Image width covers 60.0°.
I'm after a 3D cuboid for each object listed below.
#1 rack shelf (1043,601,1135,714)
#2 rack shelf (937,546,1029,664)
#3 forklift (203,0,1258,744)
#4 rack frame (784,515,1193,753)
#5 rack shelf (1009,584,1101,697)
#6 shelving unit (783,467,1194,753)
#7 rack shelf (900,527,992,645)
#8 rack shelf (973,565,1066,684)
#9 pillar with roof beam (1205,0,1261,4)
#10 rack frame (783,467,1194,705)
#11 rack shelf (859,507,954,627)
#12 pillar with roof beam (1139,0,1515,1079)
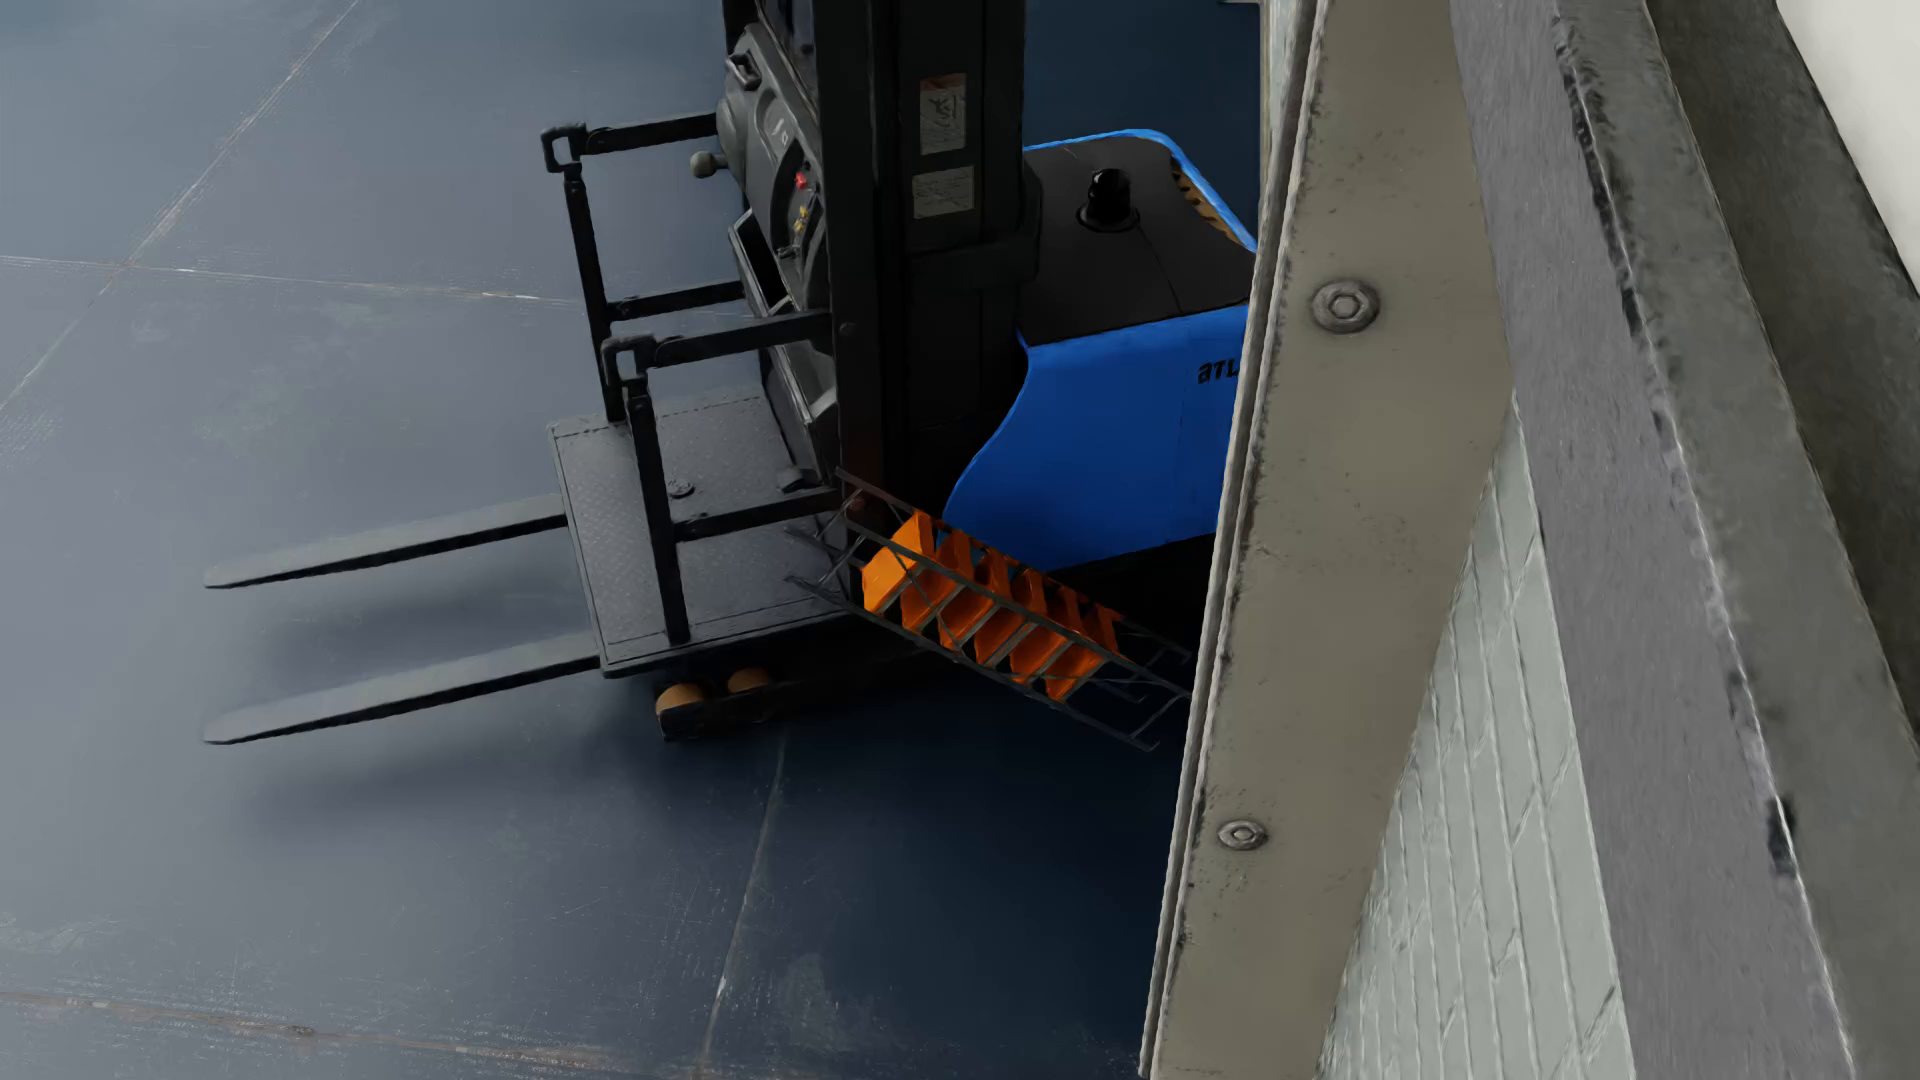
[{"bbox_3d":[0.337,0.322,4.462,0.103,0.258,0.180,27,32,-27],"label":"rack shelf"},{"bbox_3d":[0.052,0.174,4.298,0.103,0.258,0.180,27,32,-27],"label":"rack shelf"},{"bbox_3d":[-0.653,-0.914,4.083,3.031,2.935,1.130,-13,45,-13],"label":"forklift"},{"bbox_3d":[0.120,0.265,4.264,1.200,0.240,0.006,27,32,-27],"label":"rack frame"},{"bbox_3d":[0.242,0.272,4.407,0.103,0.258,0.180,27,32,-27],"label":"rack shelf"},{"bbox_3d":[0.111,0.205,4.333,1.200,0.258,0.189,27,32,-27],"label":"shelving unit"},{"bbox_3d":[-0.043,0.125,4.244,0.103,0.258,0.180,27,32,-27],"label":"rack shelf"},{"bbox_3d":[0.147,0.223,4.353,0.103,0.258,0.180,27,32,-27],"label":"rack shelf"},{"bbox_3d":[-2.919,-6.372,5.435,9.100,9.000,0.400,5,44,6],"label":"pillar with roof beam"},{"bbox_3d":[0.103,0.145,4.402,1.200,0.240,0.006,27,32,-27],"label":"rack frame"},{"bbox_3d":[-0.138,0.076,4.190,0.103,0.258,0.180,27,32,-27],"label":"rack shelf"},{"bbox_3d":[-3.712,-2.283,1.116,9.100,9.000,0.400,5,44,6],"label":"pillar with roof beam"}]
